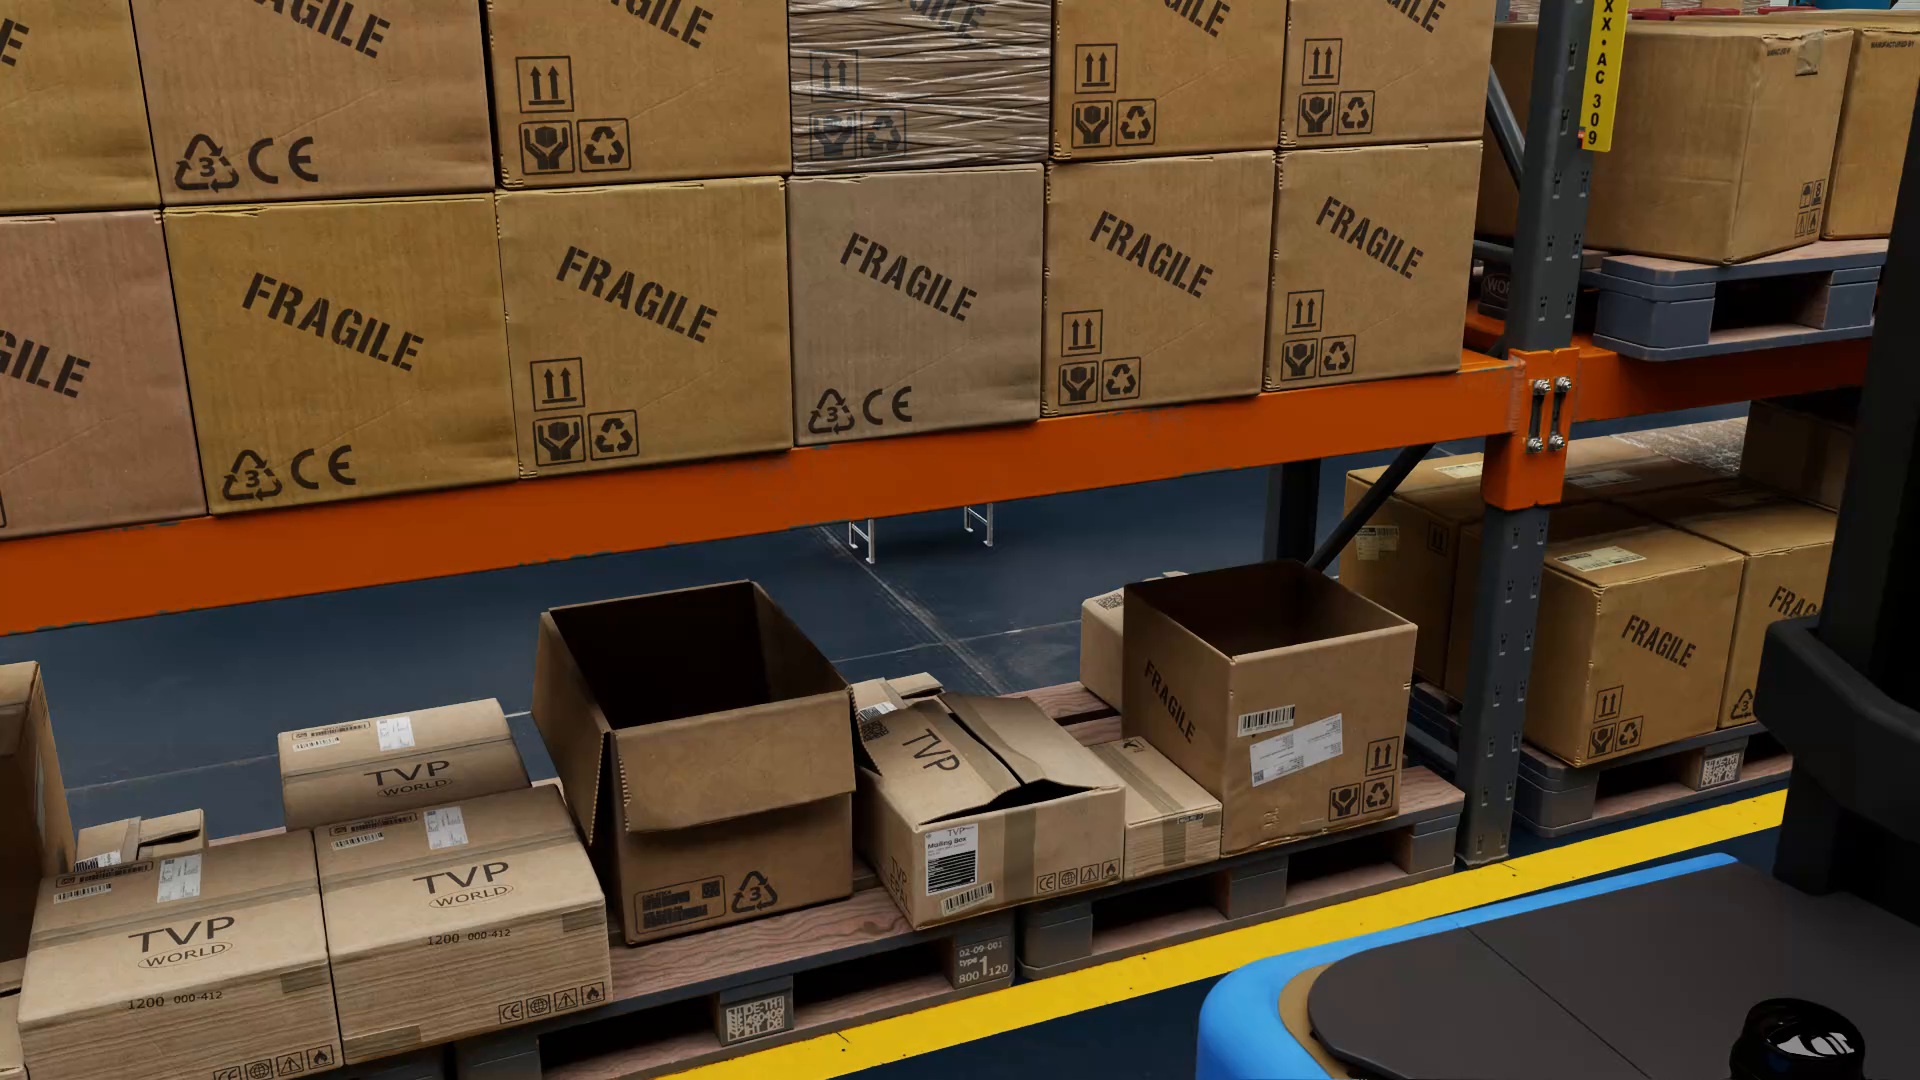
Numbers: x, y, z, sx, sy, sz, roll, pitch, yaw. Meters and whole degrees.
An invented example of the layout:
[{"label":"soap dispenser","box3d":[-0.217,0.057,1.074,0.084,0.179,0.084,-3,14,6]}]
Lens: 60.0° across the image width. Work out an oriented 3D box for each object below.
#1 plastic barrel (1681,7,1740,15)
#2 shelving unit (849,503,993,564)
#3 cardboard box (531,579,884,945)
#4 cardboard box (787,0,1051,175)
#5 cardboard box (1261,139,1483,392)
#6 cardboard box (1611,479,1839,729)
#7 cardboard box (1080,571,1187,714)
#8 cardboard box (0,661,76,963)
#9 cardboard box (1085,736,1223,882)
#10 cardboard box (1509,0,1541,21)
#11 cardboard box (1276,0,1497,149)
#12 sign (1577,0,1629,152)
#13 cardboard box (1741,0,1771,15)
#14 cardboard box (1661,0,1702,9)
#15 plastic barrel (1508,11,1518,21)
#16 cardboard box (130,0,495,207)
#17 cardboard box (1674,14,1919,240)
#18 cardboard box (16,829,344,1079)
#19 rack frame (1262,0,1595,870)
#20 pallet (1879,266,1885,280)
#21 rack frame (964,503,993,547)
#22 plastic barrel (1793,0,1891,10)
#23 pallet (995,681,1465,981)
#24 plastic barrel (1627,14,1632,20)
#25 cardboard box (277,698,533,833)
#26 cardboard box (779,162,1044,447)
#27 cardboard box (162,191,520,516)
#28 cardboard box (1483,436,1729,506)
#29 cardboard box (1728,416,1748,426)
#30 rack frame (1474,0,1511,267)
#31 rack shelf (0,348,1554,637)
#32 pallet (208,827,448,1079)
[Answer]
[{"label":"plastic barrel","box3d":[4.883,-3.219,10.944,0.433,0.535,0.433,0,19,0]},{"label":"shelving unit","box3d":[-0.152,-0.544,6.261,0.503,1.200,0.258,-8,21,-22]},{"label":"cardboard box","box3d":[-0.588,0.472,3.763,0.637,0.503,0.797,-8,21,-22]},{"label":"cardboard box","box3d":[-0.159,-0.986,3.150,0.500,0.500,0.500,-8,21,-21]},{"label":"cardboard box","box3d":[0.778,-0.650,3.702,0.500,0.500,0.500,-8,21,-21]},{"label":"cardboard box","box3d":[2.161,0.161,4.648,0.500,0.500,0.500,-8,21,-21]},{"label":"cardboard box","box3d":[0.664,0.303,4.532,0.500,0.311,0.500,-8,21,-22]},{"label":"cardboard box","box3d":[-2.136,0.604,3.392,0.500,0.500,0.500,-8,21,-22]},{"label":"cardboard box","box3d":[0.404,0.619,3.877,0.250,0.149,0.380,-8,21,-22]},{"label":"cardboard box","box3d":[4.998,-5.049,15.746,0.500,0.500,0.875,-8,21,-22]},{"label":"cardboard box","box3d":[0.773,-1.121,3.532,0.500,0.500,0.500,-8,21,-22]},{"label":"sign","box3d":[1.357,-0.991,3.517,0.005,0.325,0.100,-8,21,-22]},{"label":"cardboard box","box3d":[7.717,-5.471,16.944,0.500,0.500,0.875,-8,21,-22]},{"label":"cardboard box","box3d":[6.829,-5.316,16.504,0.500,0.500,0.875,-8,21,-22]},{"label":"plastic barrel","box3d":[3.155,-3.002,10.327,0.708,0.536,0.600,-8,21,-22]},{"label":"cardboard box","box3d":[-1.088,-0.853,2.772,0.500,0.500,0.500,-8,21,-21]},{"label":"cardboard box","box3d":[2.265,-1.096,4.336,0.500,0.500,0.700,-5,20,-13]},{"label":"cardboard box","box3d":[-1.467,0.818,3.161,0.500,0.250,0.500,-8,21,-22]},{"label":"rack frame","box3d":[1.135,-0.747,4.128,0.127,3.000,1.000,-8,21,-22]},{"label":"pallet","box3d":[3.024,-0.926,4.923,1.213,0.211,1.003,-8,21,-22]},{"label":"rack frame","box3d":[0.072,-0.576,6.352,0.015,1.200,0.240,-8,21,-22]},{"label":"plastic barrel","box3d":[6.047,-3.589,11.443,0.708,0.901,0.600,-8,21,-22]},{"label":"pallet","box3d":[0.504,0.658,4.335,1.213,0.211,1.003,-8,21,-22]},{"label":"plastic barrel","box3d":[4.096,-3.093,10.622,0.421,0.512,0.421,0,19,0]},{"label":"cardboard box","box3d":[-1.252,0.606,3.762,0.500,0.250,0.500,-8,21,-22]},{"label":"cardboard box","box3d":[-0.166,-0.514,3.314,0.500,0.500,0.500,-8,21,-21]},{"label":"cardboard box","box3d":[-1.092,-0.381,2.936,0.500,0.500,0.500,-8,21,-22]},{"label":"cardboard box","box3d":[1.932,0.010,5.080,0.500,0.500,0.500,-8,21,-22]},{"label":"cardboard box","box3d":[2.859,-0.124,5.459,0.500,0.500,0.500,-9,21,-24]},{"label":"rack frame","box3d":[2.849,-2.784,9.914,0.127,3.000,1.000,-8,21,-22]},{"label":"rack shelf","box3d":[-0.701,-0.145,3.500,4.000,0.370,1.077,-8,21,-22]},{"label":"pallet","box3d":[-1.736,0.979,3.423,1.213,0.211,1.003,-8,21,-22]}]
